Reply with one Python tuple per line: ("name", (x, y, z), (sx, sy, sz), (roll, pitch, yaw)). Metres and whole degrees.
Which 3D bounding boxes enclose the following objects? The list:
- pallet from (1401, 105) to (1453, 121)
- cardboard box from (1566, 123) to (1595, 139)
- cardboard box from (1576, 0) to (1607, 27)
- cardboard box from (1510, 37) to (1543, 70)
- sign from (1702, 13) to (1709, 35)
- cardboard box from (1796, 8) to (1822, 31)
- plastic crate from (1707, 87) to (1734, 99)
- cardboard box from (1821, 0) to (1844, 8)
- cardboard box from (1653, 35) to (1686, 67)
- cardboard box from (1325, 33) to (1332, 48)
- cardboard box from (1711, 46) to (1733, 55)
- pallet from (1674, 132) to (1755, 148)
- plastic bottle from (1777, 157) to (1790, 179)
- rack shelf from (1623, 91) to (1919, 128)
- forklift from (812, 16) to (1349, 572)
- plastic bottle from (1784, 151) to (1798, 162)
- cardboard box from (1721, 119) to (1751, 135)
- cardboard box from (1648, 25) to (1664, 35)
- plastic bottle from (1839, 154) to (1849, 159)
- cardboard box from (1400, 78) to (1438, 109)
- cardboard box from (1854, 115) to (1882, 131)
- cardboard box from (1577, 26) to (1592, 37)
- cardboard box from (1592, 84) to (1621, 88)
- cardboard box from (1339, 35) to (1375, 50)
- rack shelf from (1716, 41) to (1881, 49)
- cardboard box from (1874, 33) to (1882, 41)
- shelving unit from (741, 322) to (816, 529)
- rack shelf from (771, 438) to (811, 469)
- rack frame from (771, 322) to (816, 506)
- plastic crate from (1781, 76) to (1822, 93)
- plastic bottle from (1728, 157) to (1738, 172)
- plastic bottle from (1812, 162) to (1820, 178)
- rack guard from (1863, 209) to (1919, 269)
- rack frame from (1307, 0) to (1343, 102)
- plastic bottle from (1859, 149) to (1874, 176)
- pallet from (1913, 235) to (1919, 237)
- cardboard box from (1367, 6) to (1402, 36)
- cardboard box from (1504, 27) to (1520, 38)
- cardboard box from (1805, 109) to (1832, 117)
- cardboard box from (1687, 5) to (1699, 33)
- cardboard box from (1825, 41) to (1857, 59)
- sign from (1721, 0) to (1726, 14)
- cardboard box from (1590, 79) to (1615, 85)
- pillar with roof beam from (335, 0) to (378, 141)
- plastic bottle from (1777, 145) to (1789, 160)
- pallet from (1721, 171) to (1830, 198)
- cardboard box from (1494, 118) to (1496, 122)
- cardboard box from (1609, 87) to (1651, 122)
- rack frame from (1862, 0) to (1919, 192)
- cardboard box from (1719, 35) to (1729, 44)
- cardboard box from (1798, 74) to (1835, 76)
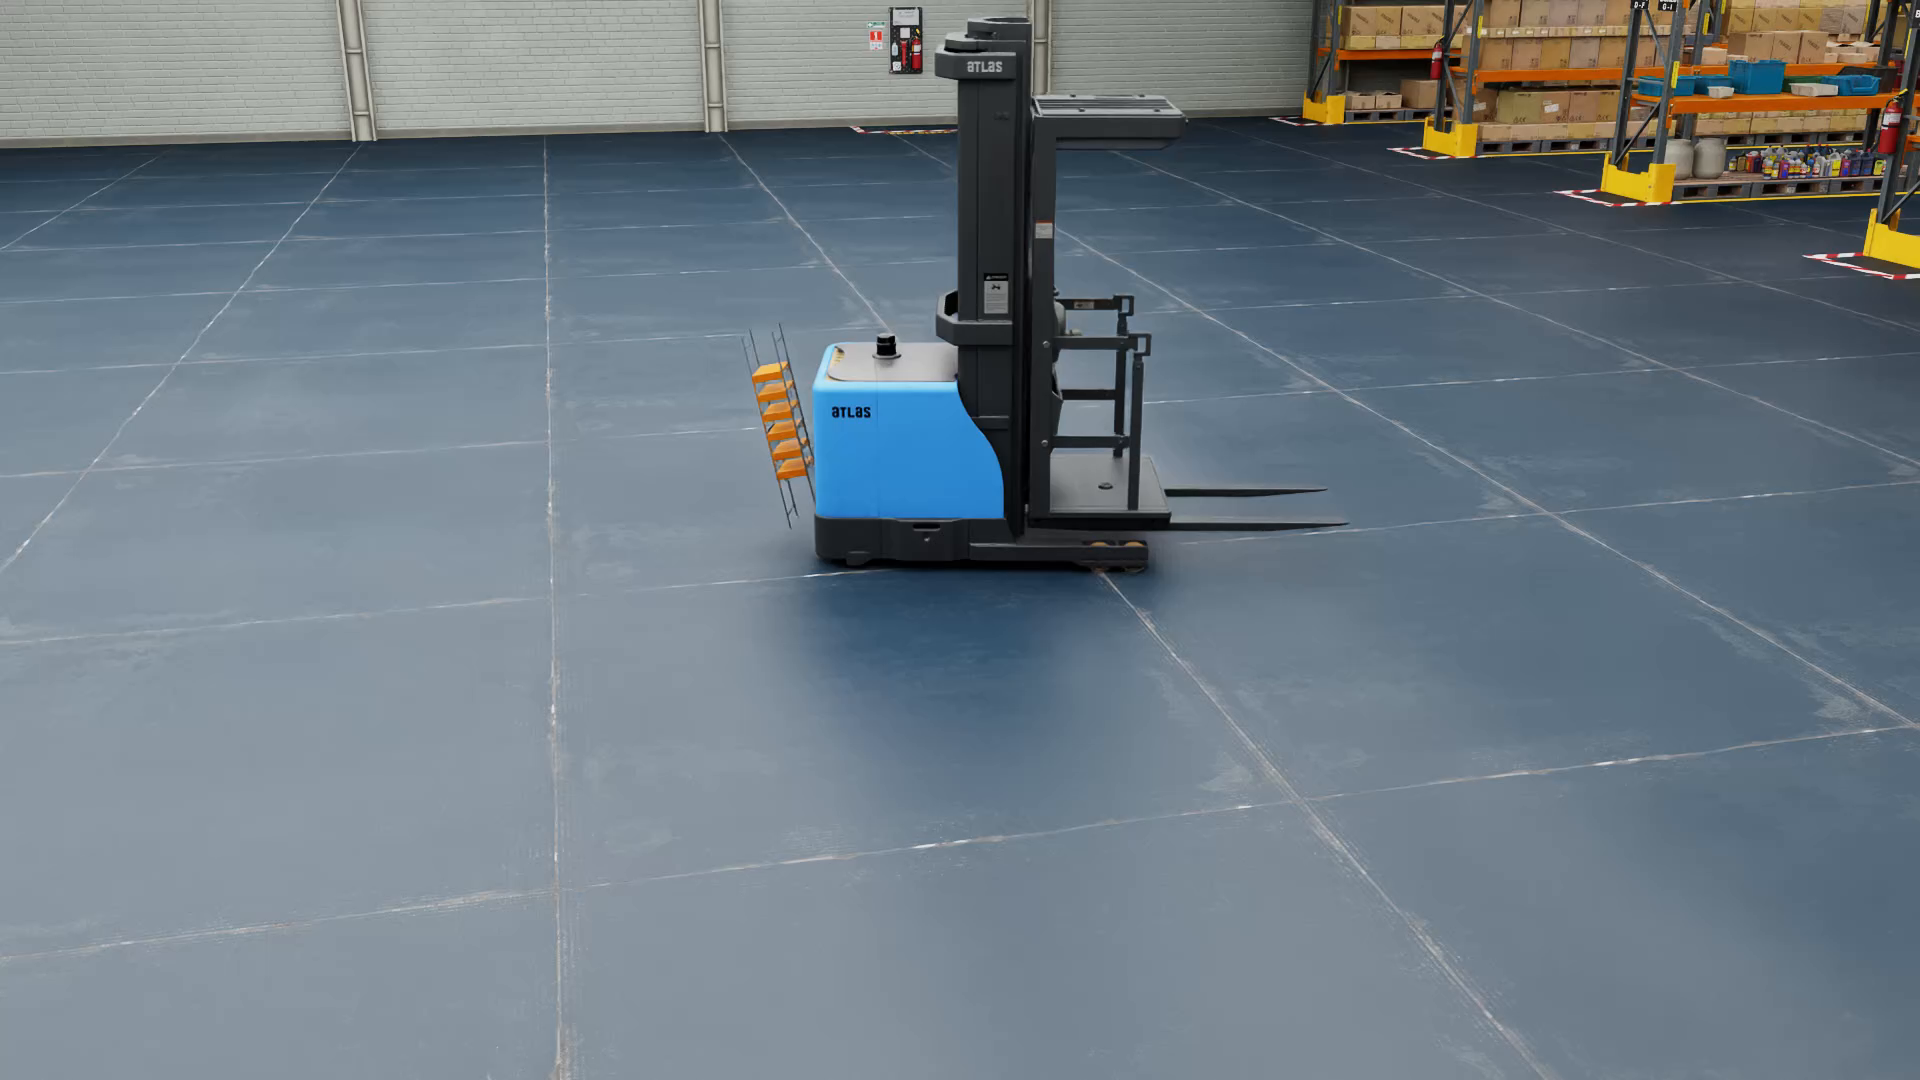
("pallet", (8.868, -8.212, 31.926), (1.213, 0.211, 1.003), (-5, 21, -12))
("cardboard box", (9.987, -6.702, 27.137), (0.500, 0.250, 0.500), (-5, 21, -12))
("cardboard box", (9.951, -8.526, 26.697), (0.500, 0.500, 0.700), (-5, 21, -12))
("cardboard box", (8.921, -7.833, 26.690), (0.500, 0.500, 0.700), (-4, 21, -11))
("sign", (11.976, -8.284, 26.696), (0.005, 0.325, 0.100), (-5, 21, -12))
("cardboard box", (16.627, -10.271, 32.885), (0.500, 0.500, 0.500), (-4, 21, -11))
("plastic crate", (10.035, -5.891, 21.918), (0.250, 0.136, 0.298), (-5, 21, -12))
("cardboard box", (17.096, -10.665, 32.872), (0.500, 0.250, 0.500), (-4, 21, -11))
("cardboard box", (11.416, -8.036, 27.246), (0.500, 0.500, 0.700), (-5, 21, -14))
("cardboard box", (7.221, -9.408, 31.327), (0.500, 0.250, 0.500), (-4, 21, -12))
("cardboard box", (12.660, -8.094, 27.746), (0.258, 0.266, 0.396), (-5, 21, -14))
("pallet", (12.555, -6.788, 28.039), (1.213, 0.211, 1.003), (-5, 21, -12))
("plastic bottle", (11.151, -5.034, 22.504), (0.133, 0.283, 0.061), (-4, 21, -12))
("rack shelf", (11.036, -5.872, 22.529), (4.000, 0.370, 1.077), (-5, 21, -12))
("forklift", (0.697, -1.381, 9.322), (3.031, 2.935, 1.130), (0, 20, 0))
("plastic bottle", (11.563, -5.275, 23.173), (0.135, 0.276, 0.152), (-5, 21, -12))
("cardboard box", (12.794, -6.921, 27.736), (0.500, 0.250, 0.500), (-4, 21, -11))
("cardboard box", (11.136, -8.244, 26.871), (0.250, 0.149, 0.380), (-5, 21, -14))
("plastic bottle", (12.177, -5.181, 22.917), (0.135, 0.276, 0.152), (-5, 21, -12))
("cardboard box", (8.785, -8.512, 31.684), (0.500, 0.500, 0.700), (-6, 21, -16))
("cardboard box", (15.283, -7.126, 28.293), (0.500, 0.250, 0.500), (-4, 21, -11))
("cardboard box", (9.881, -8.142, 26.591), (0.250, 0.149, 0.380), (-4, 21, -12))
("cardboard box", (10.838, -7.310, 27.707), (0.500, 0.500, 0.500), (-5, 21, -12))
("cardboard box", (7.358, -9.239, 30.864), (0.500, 0.250, 0.500), (-5, 21, -14))
("rack shelf", (16.542, -9.821, 33.311), (4.000, 0.370, 1.077), (-5, 21, -12))
("cardboard box", (18.225, -10.087, 33.327), (0.250, 0.149, 0.380), (-4, 21, -12))
("shelving unit", (-1.041, -0.675, 9.891), (0.189, 1.200, 0.258), (-9, 19, 9))
("rack shelf", (-1.007, -0.522, 9.943), (0.180, 0.103, 0.258), (-9, 19, 9))
("rack frame", (-0.952, -0.689, 9.877), (0.006, 1.200, 0.240), (-9, 19, 9))
("plastic crate", (11.597, -6.256, 22.839), (0.662, 0.188, 0.450), (-5, 21, -12))
("plastic bottle", (10.776, -5.236, 23.177), (0.097, 0.201, 0.097), (0, 20, 0))
("plastic bottle", (11.654, -5.042, 22.648), (0.097, 0.201, 0.097), (0, 20, 0))
("rack guard", (10.304, -3.226, 17.894), (0.348, 0.500, 1.175), (-5, 21, -12))
("rack frame", (6.810, -9.368, 31.026), (0.127, 3.000, 1.000), (-5, 21, -12))
("plastic bottle", (12.422, -5.183, 22.815), (0.185, 0.351, 0.144), (-5, 21, -14))
("pallet", (11.103, -3.143, 18.087), (1.213, 0.211, 1.003), (-5, 21, -12))
("cardboard box", (7.827, -9.632, 30.846), (0.500, 0.500, 0.500), (-5, 21, -12))
("cardboard box", (8.642, -8.042, 26.319), (0.250, 0.149, 0.380), (-5, 21, -14))
("cardboard box", (14.290, -7.306, 27.970), (0.500, 0.311, 0.500), (-5, 21, -13))
("cardboard box", (14.141, -10.214, 32.551), (0.500, 0.500, 0.700), (-7, 21, -19))
("cardboard box", (14.824, -8.295, 28.228), (0.500, 0.311, 0.500), (-5, 21, -13))
("sign", (14.730, -10.326, 32.076), (0.005, 0.325, 0.100), (-5, 21, -12))
("cardboard box", (12.413, -8.865, 32.650), (0.500, 0.500, 0.700), (-4, 21, -12))
("pillar with roof beam", (-9.234, -9.664, 23.113), (0.400, 9.000, 9.100), (-5, 21, -12))
("plastic bottle", (11.504, -5.357, 23.290), (0.185, 0.351, 0.144), (-5, 21, -13))
("pallet", (11.130, -4.922, 22.943), (1.213, 0.211, 1.003), (-5, 21, -12))
("cardboard box", (8.892, -6.801, 27.406), (0.500, 0.250, 0.500), (-5, 21, -12))
("cardboard box", (10.956, -7.139, 27.239), (0.500, 0.500, 0.500), (-5, 21, -12))
("rack frame", (12.983, -6.368, 22.838), (0.127, 3.000, 1.000), (-5, 21, -12))
("cardboard box", (14.969, -9.841, 32.654), (0.250, 0.149, 0.380), (-5, 21, -13))
("cardboard box", (17.021, -9.339, 33.463), (0.750, 0.750, 0.750), (-4, 20, -11))
